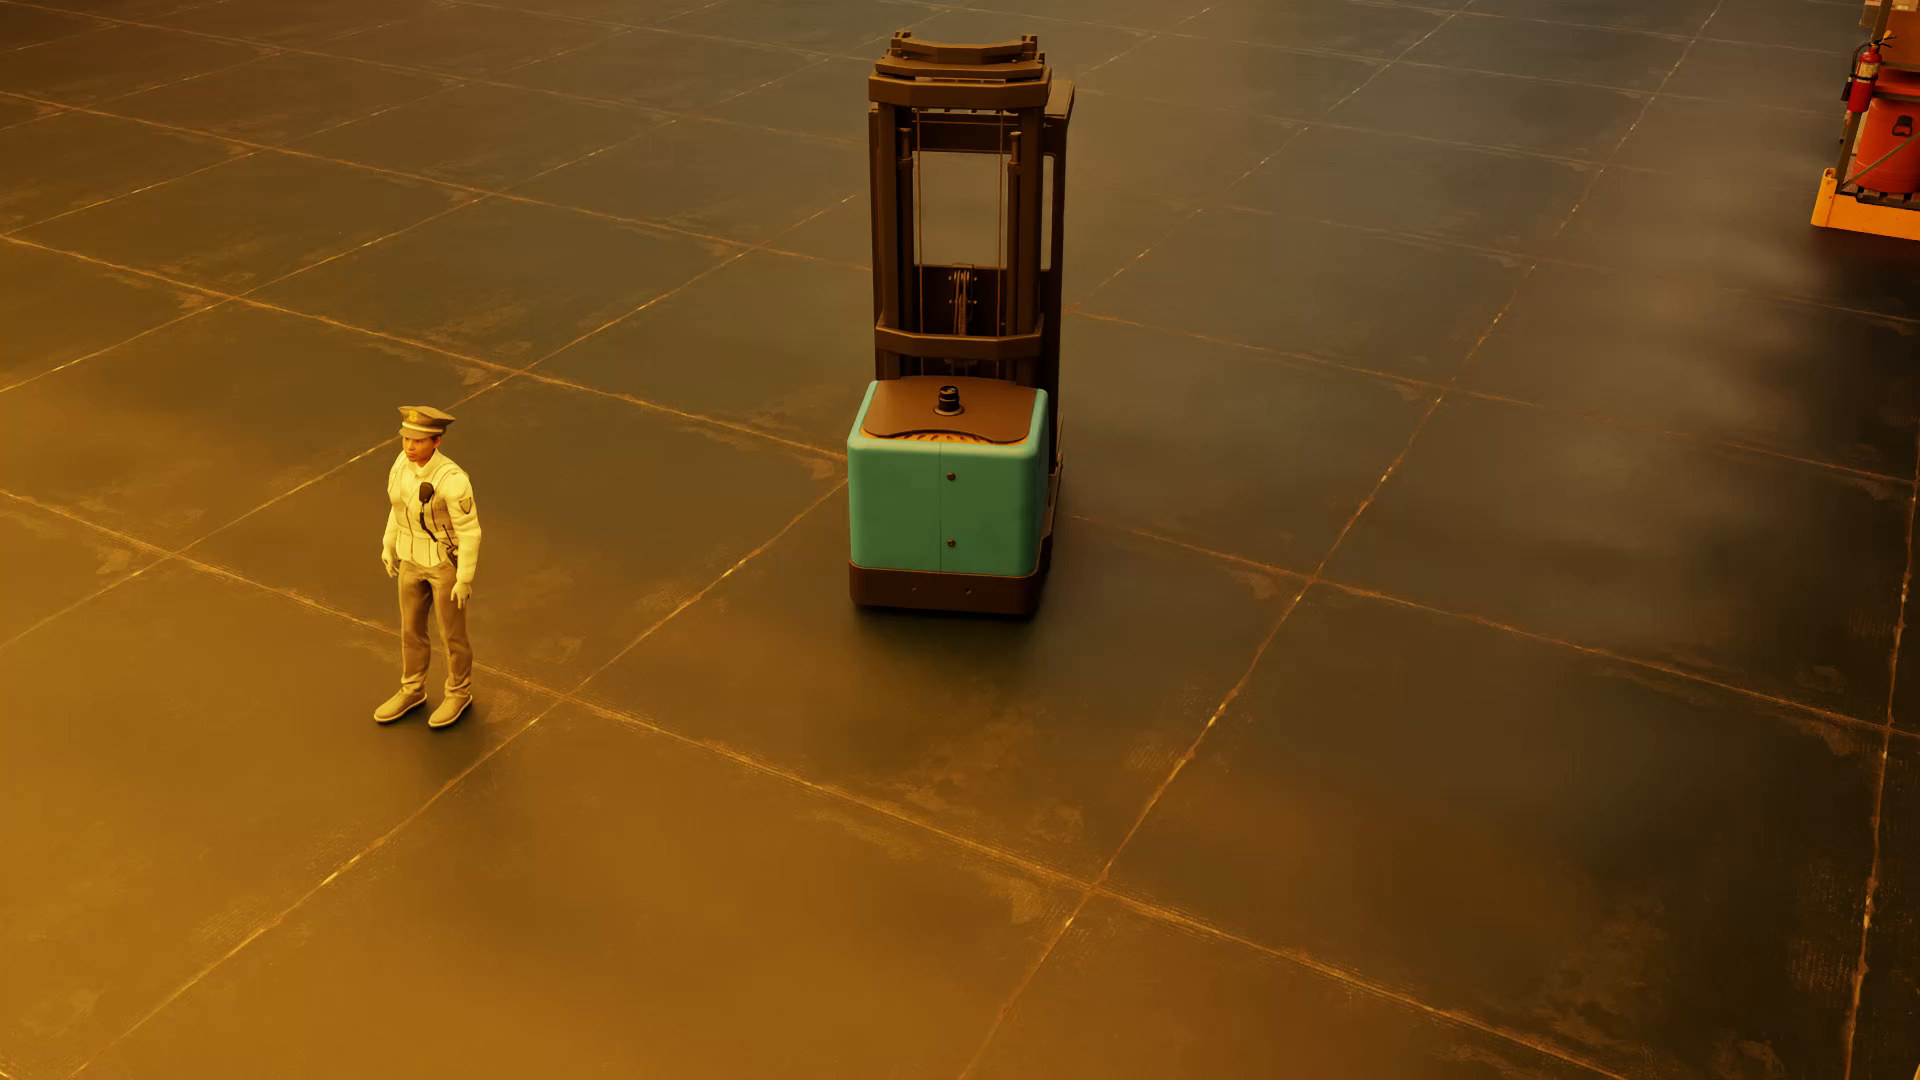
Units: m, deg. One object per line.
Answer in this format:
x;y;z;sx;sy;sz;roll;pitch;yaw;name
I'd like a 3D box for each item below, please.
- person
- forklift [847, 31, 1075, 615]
-2.600;0.139;8.053;0.587;1.694;0.531;17;34;27;person
0.072;-1.572;9.794;1.130;2.935;3.031;3;30;6;forklift
